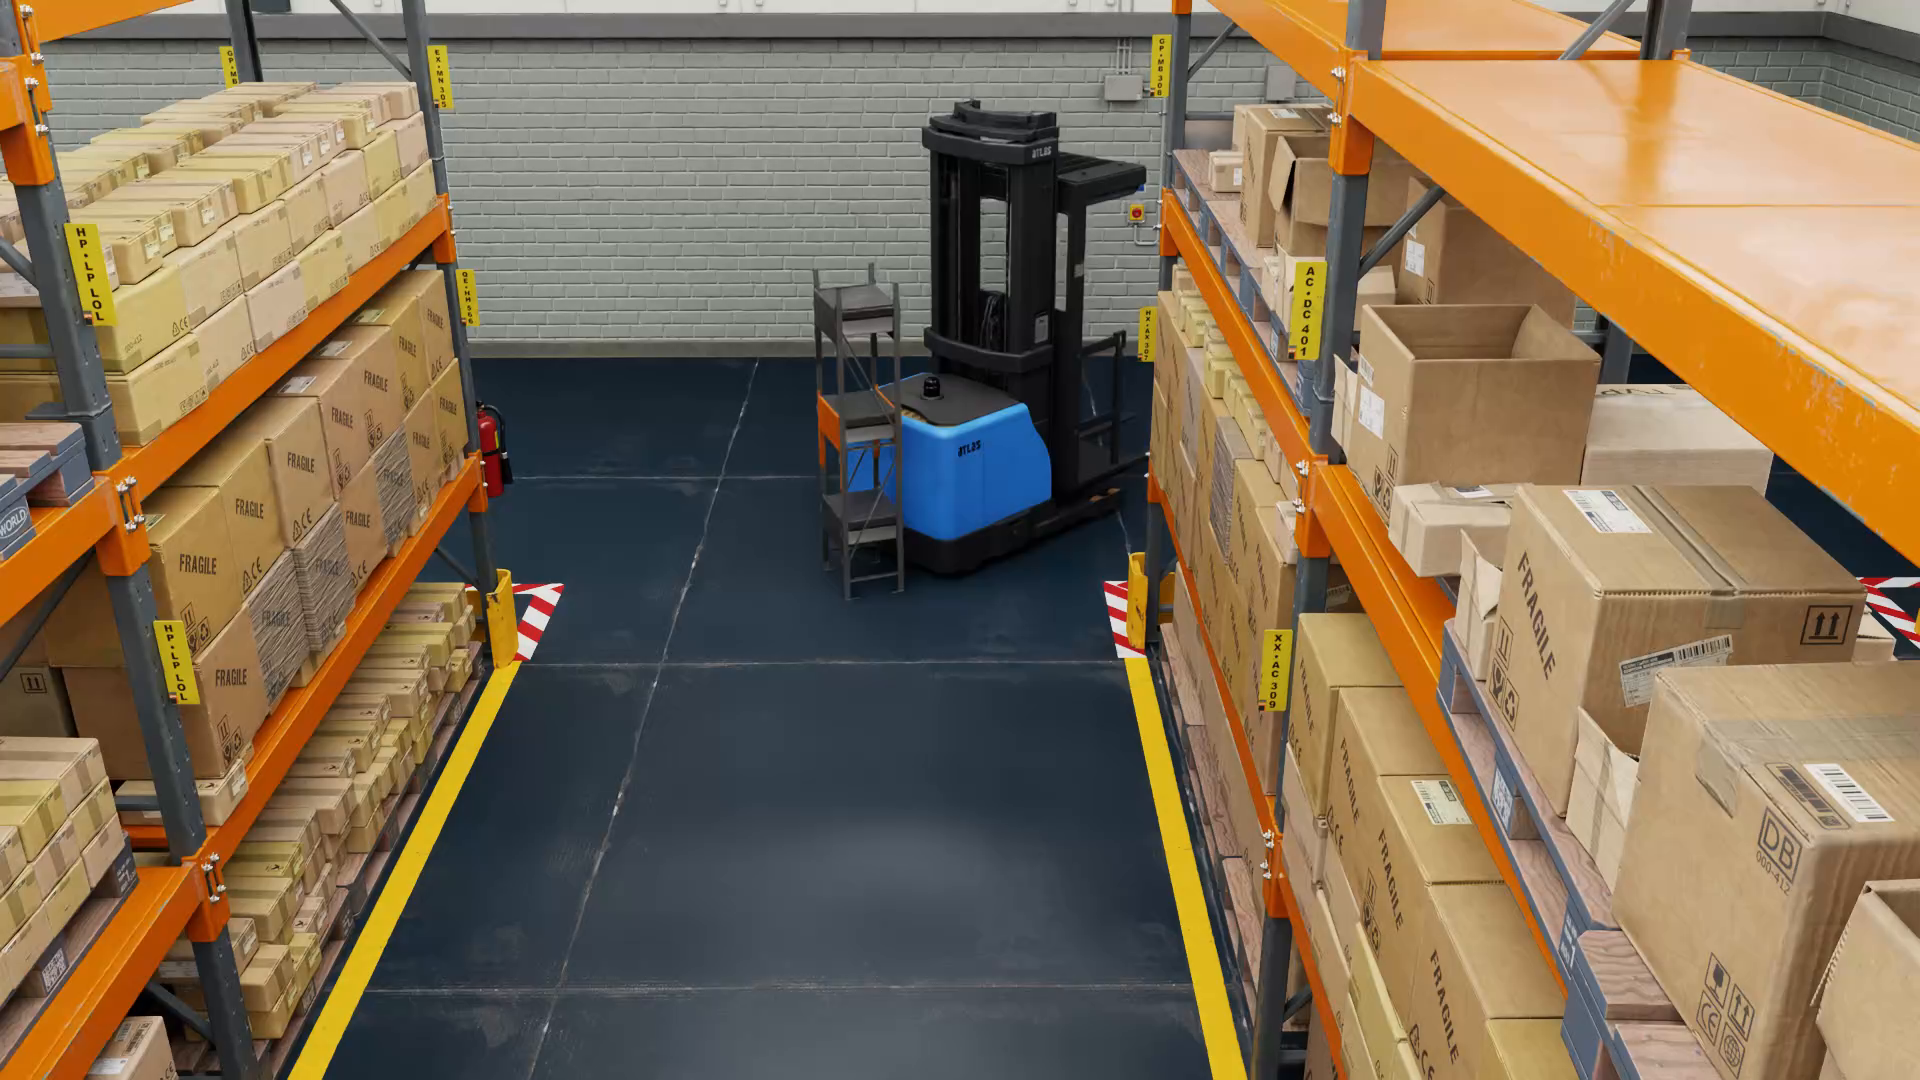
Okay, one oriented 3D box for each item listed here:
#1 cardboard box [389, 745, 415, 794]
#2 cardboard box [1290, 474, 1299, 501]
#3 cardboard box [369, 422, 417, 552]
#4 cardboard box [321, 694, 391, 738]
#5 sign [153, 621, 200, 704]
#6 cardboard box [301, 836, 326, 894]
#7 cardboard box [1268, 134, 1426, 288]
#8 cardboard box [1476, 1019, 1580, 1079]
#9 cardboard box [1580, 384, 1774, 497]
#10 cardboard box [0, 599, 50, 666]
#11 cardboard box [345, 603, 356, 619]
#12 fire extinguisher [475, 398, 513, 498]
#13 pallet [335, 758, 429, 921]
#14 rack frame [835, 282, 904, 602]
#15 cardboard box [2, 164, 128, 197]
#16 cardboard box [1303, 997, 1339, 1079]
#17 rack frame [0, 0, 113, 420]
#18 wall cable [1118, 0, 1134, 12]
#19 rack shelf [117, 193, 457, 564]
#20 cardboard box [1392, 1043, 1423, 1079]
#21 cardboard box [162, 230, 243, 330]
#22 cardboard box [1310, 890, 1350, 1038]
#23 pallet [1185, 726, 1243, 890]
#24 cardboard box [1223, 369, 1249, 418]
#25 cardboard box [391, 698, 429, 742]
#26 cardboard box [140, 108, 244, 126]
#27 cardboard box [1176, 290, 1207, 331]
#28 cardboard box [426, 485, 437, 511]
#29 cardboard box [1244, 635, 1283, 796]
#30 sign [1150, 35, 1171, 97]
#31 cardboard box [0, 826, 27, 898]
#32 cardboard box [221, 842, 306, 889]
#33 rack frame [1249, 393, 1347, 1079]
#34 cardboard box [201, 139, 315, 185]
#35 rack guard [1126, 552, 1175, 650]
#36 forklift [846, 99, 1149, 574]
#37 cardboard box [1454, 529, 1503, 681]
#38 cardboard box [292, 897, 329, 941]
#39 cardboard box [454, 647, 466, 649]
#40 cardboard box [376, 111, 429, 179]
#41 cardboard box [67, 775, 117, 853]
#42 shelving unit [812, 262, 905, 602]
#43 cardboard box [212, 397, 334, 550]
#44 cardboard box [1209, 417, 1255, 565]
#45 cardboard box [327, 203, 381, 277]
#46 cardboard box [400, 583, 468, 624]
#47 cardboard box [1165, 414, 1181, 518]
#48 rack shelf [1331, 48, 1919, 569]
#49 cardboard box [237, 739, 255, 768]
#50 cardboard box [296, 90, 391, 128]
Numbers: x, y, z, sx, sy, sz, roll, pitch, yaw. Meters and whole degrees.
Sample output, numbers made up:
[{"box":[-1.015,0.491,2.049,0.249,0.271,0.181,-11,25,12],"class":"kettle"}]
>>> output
[{"box":[-3.013,1.167,8.479,0.380,0.149,0.250,0,24,0],"class":"cardboard box"},{"box":[1.464,-0.137,6.292,0.380,0.149,0.250,0,24,1],"class":"cardboard box"},{"box":[-3.035,-0.266,8.217,0.500,0.500,0.500,0,24,0],"class":"cardboard box"},{"box":[-3.088,0.900,8.349,0.380,0.149,0.250,-1,24,-2],"class":"cardboard box"},{"box":[-2.714,0.426,5.762,0.100,0.325,0.005,0,24,-1],"class":"sign"},{"box":[-3.084,1.464,7.463,0.380,0.149,0.250,-1,24,-3],"class":"cardboard box"},{"box":[1.633,-1.312,6.615,0.797,0.503,0.637,2,24,4],"class":"cardboard box"},{"box":[1.444,1.413,3.651,0.500,0.500,0.500,0,24,-1],"class":"cardboard box"},{"box":[1.899,-0.261,4.646,0.500,0.311,0.500,0,24,-1],"class":"cardboard box"},{"box":[-3.544,0.129,6.130,0.500,0.500,0.500,-1,24,-2],"class":"cardboard box"},{"box":[-3.057,0.301,7.749,0.380,0.149,0.250,1,24,1],"class":"cardboard box"},{"box":[-2.854,-0.591,9.963,0.296,0.674,0.183,0,24,-1],"class":"fire extinguisher"},{"box":[-3.328,1.448,8.293,1.003,0.211,1.213,0,24,-1],"class":"pallet"},{"box":[-0.561,-0.584,10.492,0.400,2.100,0.015,-9,26,-19],"class":"rack frame"},{"box":[-3.586,-1.411,6.680,0.380,0.149,0.250,0,24,-1],"class":"cardboard box"},{"box":[1.767,1.926,5.921,0.875,0.875,0.875,0,24,1],"class":"cardboard box"},{"box":[-3.269,-1.776,4.756,1.000,3.000,0.127,0,24,-1],"class":"rack frame"},{"box":[1.292,-5.830,13.721,0.463,3.000,0.029,0,24,-1],"class":"wall cable"},{"box":[-3.291,-0.905,7.345,1.077,0.370,4.000,0,24,-1],"class":"rack shelf"},{"box":[1.423,1.548,4.262,0.500,0.250,0.500,-1,24,-2],"class":"cardboard box"},{"box":[-3.035,-0.973,6.197,0.500,0.250,0.500,0,24,-1],"class":"cardboard box"},{"box":[1.428,1.358,5.289,0.500,0.250,0.500,-1,24,-2],"class":"cardboard box"},{"box":[1.734,1.347,8.516,1.003,0.211,1.213,0,24,-1],"class":"pallet"},{"box":[1.390,-0.657,7.440,0.380,0.149,0.250,0,24,-1],"class":"cardboard box"},{"box":[-2.995,0.925,8.653,0.380,0.149,0.250,0,24,0],"class":"cardboard box"},{"box":[-3.620,-1.946,7.865,0.380,0.149,0.250,0,24,0],"class":"cardboard box"},{"box":[1.325,-1.188,8.615,0.380,0.149,0.250,0,24,1],"class":"cardboard box"},{"box":[-3.043,-0.237,8.939,0.380,0.149,0.250,0,24,-1],"class":"cardboard box"},{"box":[1.419,0.658,6.533,0.500,0.500,0.500,0,24,0],"class":"cardboard box"},{"box":[1.081,-2.555,8.963,0.100,0.325,0.005,0,24,-1],"class":"sign"},{"box":[-3.065,0.992,4.991,0.380,0.149,0.250,-1,24,-2],"class":"cardboard box"},{"box":[-3.061,1.434,7.168,0.380,0.149,0.250,-1,24,-1],"class":"cardboard box"},{"box":[1.680,0.894,6.134,1.000,3.000,0.127,0,24,-1],"class":"rack frame"},{"box":[-3.020,-1.628,7.162,0.380,0.149,0.250,-1,24,-2],"class":"cardboard box"},{"box":[1.636,0.375,10.315,1.175,0.500,0.348,0,24,-1],"class":"rack guard"},{"box":[0.584,-1.624,11.785,1.130,2.935,3.031,22,32,39],"class":"forklift"},{"box":[1.350,0.152,3.788,0.396,0.266,0.258,2,24,4],"class":"cardboard box"},{"box":[-3.009,1.702,7.297,0.380,0.149,0.250,0,24,-1],"class":"cardboard box"},{"box":[-3.098,0.633,9.660,0.380,0.149,0.250,0,24,0],"class":"cardboard box"},{"box":[-3.053,-2.028,8.529,0.500,0.250,0.500,-1,24,-2],"class":"cardboard box"},{"box":[-3.067,0.908,5.536,0.380,0.149,0.250,0,24,1],"class":"cardboard box"},{"box":[-0.647,-0.678,10.701,0.431,2.100,0.503,-9,26,-19],"class":"shelving unit"},{"box":[-3.026,-0.287,7.049,0.500,0.500,0.500,0,24,0],"class":"cardboard box"},{"box":[1.386,-0.219,7.260,0.500,0.500,0.500,0,24,0],"class":"cardboard box"},{"box":[-3.038,-1.388,7.721,0.500,0.250,0.500,1,24,2],"class":"cardboard box"},{"box":[-3.053,0.363,9.535,0.380,0.149,0.250,0,24,0],"class":"cardboard box"},{"box":[1.388,-0.393,8.857,0.500,0.500,0.500,-1,24,-1],"class":"cardboard box"},{"box":[1.702,-0.505,3.306,1.077,0.370,4.000,0,24,-1],"class":"rack shelf"},{"box":[-3.022,0.848,6.540,0.380,0.149,0.250,0,24,1],"class":"cardboard box"},{"box":[-3.089,-2.161,8.339,0.380,0.149,0.250,0,24,0],"class":"cardboard box"}]
